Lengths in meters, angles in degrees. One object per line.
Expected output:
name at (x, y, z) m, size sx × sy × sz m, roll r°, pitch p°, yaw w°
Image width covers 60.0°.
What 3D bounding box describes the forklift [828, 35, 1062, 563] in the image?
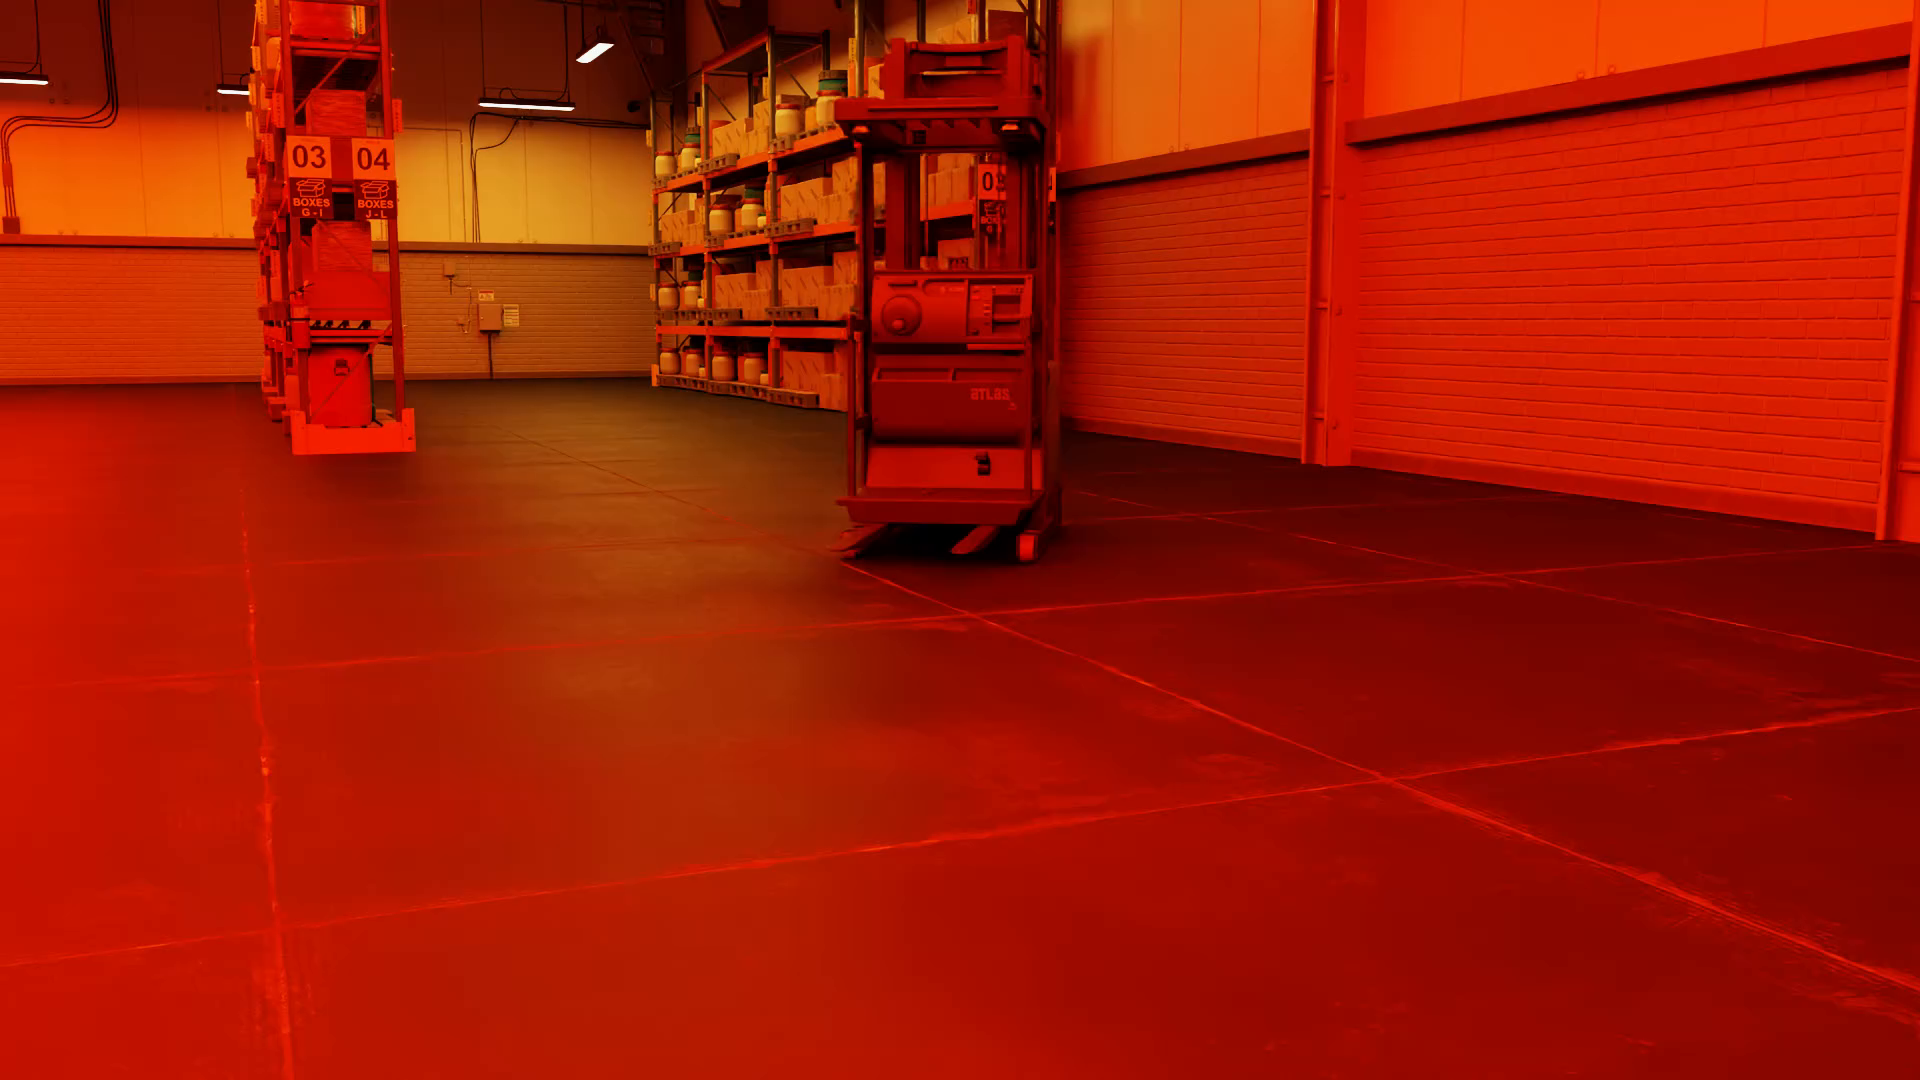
forklift at (-0.075, -1.372, 9.345) m, size 1.130 × 2.935 × 3.031 m, roll 1°, pitch 8°, yaw 9°
